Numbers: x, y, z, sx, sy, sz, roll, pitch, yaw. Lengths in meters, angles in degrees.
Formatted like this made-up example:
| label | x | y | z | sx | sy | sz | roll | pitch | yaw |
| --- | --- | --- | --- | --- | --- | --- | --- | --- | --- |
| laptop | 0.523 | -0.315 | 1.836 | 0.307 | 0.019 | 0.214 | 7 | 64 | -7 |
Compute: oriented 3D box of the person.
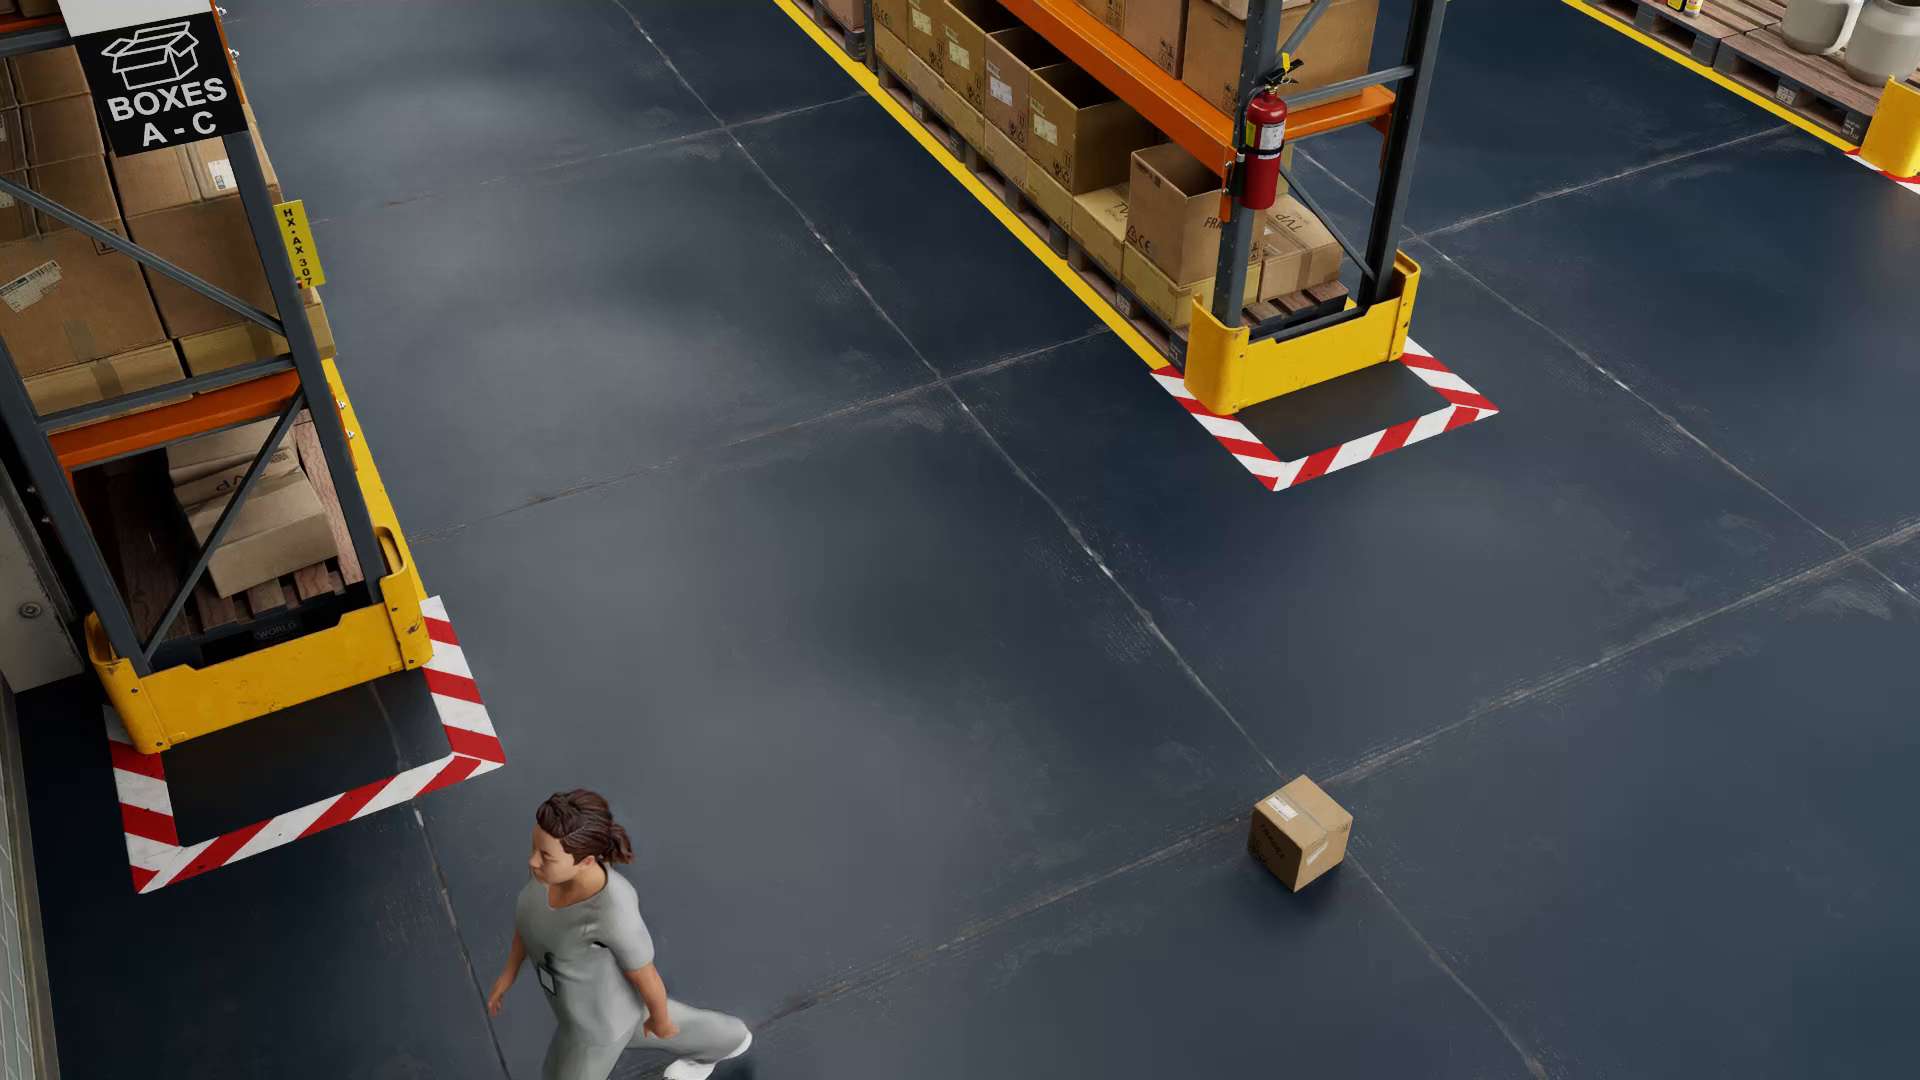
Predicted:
| label | x | y | z | sx | sy | sz | roll | pitch | yaw |
| --- | --- | --- | --- | --- | --- | --- | --- | --- | --- |
| person | -1.065 | 1.290 | 4.701 | 1.005 | 1.621 | 0.440 | -25 | 47 | -25 |
